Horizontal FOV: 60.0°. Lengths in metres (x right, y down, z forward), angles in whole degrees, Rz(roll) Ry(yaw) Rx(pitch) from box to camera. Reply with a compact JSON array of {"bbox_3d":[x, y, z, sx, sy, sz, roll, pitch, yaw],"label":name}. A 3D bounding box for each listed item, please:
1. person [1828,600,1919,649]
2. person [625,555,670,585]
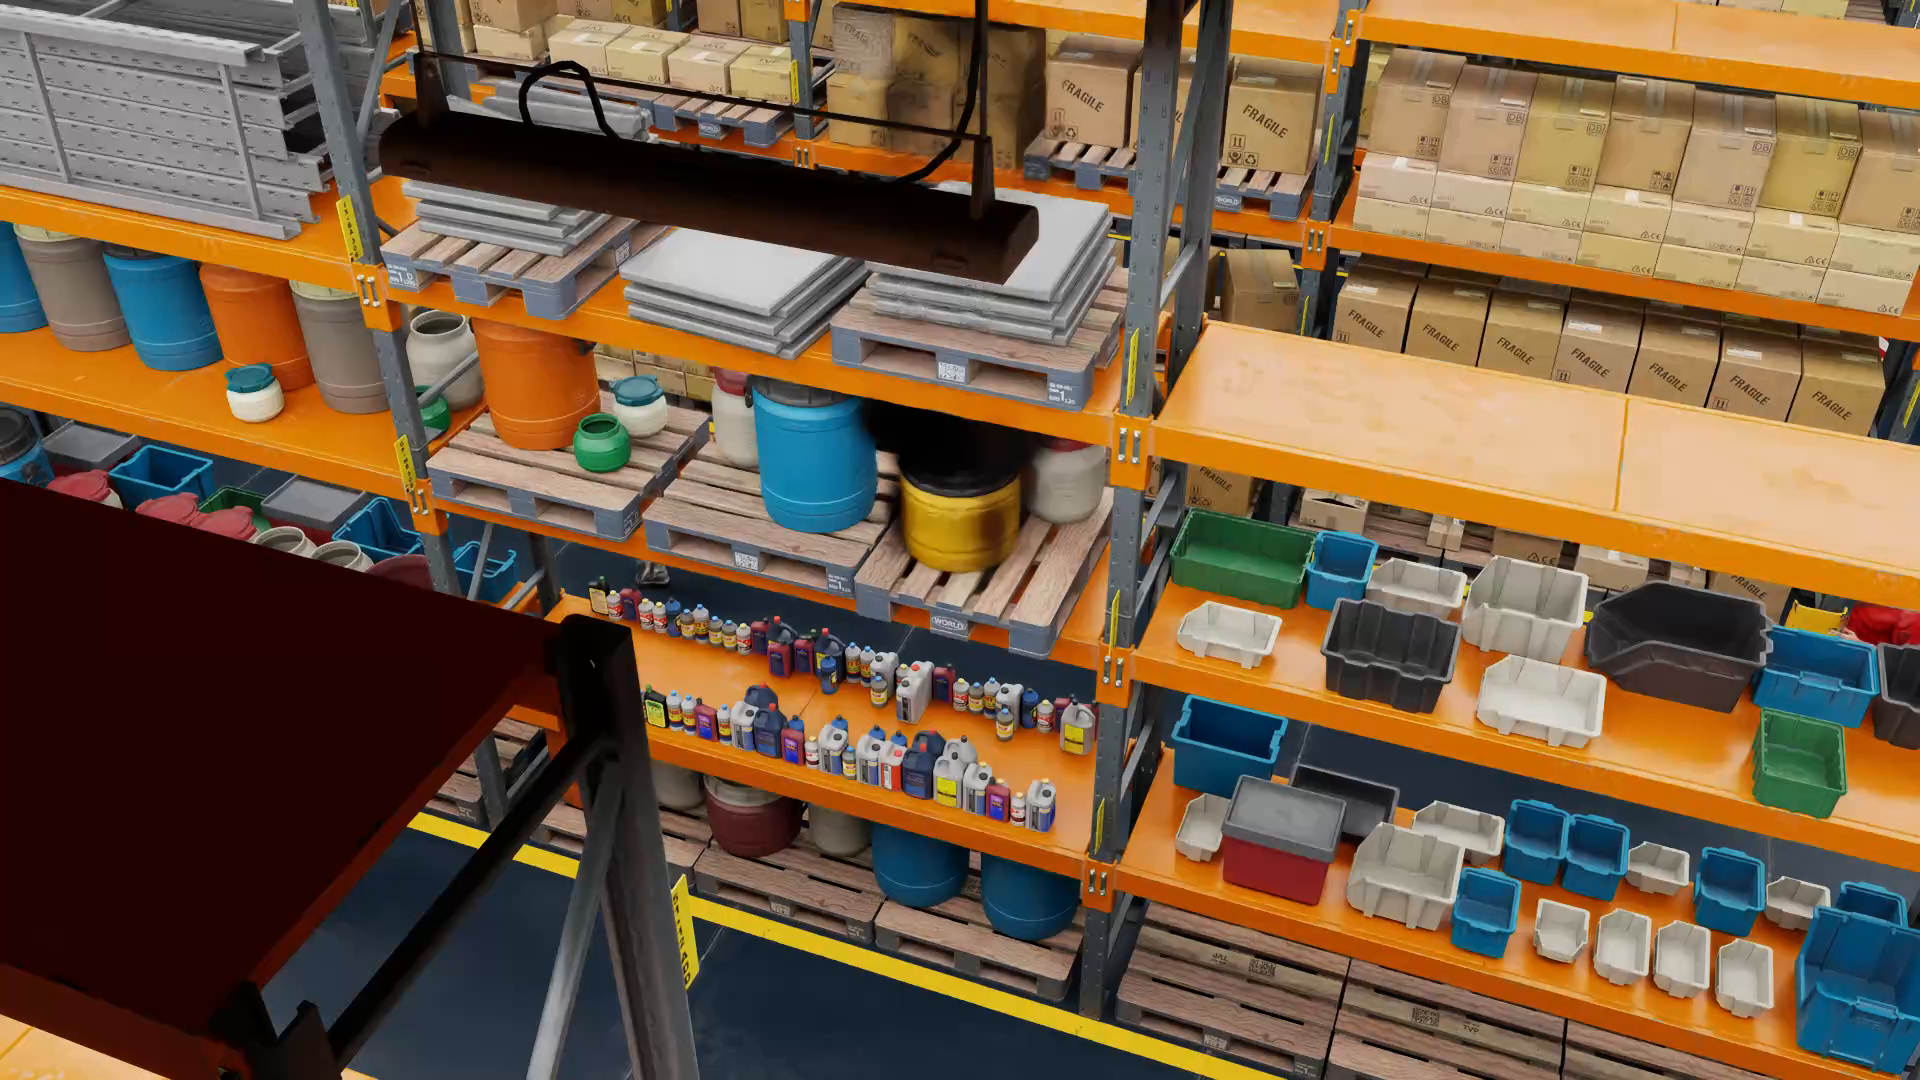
[{"bbox_3d":[5.952,0.814,10.852,0.946,1.745,0.677,2,37,3],"label":"person"},{"bbox_3d":[-2.526,-0.344,12.480,0.547,1.634,0.592,9,37,12],"label":"person"}]
